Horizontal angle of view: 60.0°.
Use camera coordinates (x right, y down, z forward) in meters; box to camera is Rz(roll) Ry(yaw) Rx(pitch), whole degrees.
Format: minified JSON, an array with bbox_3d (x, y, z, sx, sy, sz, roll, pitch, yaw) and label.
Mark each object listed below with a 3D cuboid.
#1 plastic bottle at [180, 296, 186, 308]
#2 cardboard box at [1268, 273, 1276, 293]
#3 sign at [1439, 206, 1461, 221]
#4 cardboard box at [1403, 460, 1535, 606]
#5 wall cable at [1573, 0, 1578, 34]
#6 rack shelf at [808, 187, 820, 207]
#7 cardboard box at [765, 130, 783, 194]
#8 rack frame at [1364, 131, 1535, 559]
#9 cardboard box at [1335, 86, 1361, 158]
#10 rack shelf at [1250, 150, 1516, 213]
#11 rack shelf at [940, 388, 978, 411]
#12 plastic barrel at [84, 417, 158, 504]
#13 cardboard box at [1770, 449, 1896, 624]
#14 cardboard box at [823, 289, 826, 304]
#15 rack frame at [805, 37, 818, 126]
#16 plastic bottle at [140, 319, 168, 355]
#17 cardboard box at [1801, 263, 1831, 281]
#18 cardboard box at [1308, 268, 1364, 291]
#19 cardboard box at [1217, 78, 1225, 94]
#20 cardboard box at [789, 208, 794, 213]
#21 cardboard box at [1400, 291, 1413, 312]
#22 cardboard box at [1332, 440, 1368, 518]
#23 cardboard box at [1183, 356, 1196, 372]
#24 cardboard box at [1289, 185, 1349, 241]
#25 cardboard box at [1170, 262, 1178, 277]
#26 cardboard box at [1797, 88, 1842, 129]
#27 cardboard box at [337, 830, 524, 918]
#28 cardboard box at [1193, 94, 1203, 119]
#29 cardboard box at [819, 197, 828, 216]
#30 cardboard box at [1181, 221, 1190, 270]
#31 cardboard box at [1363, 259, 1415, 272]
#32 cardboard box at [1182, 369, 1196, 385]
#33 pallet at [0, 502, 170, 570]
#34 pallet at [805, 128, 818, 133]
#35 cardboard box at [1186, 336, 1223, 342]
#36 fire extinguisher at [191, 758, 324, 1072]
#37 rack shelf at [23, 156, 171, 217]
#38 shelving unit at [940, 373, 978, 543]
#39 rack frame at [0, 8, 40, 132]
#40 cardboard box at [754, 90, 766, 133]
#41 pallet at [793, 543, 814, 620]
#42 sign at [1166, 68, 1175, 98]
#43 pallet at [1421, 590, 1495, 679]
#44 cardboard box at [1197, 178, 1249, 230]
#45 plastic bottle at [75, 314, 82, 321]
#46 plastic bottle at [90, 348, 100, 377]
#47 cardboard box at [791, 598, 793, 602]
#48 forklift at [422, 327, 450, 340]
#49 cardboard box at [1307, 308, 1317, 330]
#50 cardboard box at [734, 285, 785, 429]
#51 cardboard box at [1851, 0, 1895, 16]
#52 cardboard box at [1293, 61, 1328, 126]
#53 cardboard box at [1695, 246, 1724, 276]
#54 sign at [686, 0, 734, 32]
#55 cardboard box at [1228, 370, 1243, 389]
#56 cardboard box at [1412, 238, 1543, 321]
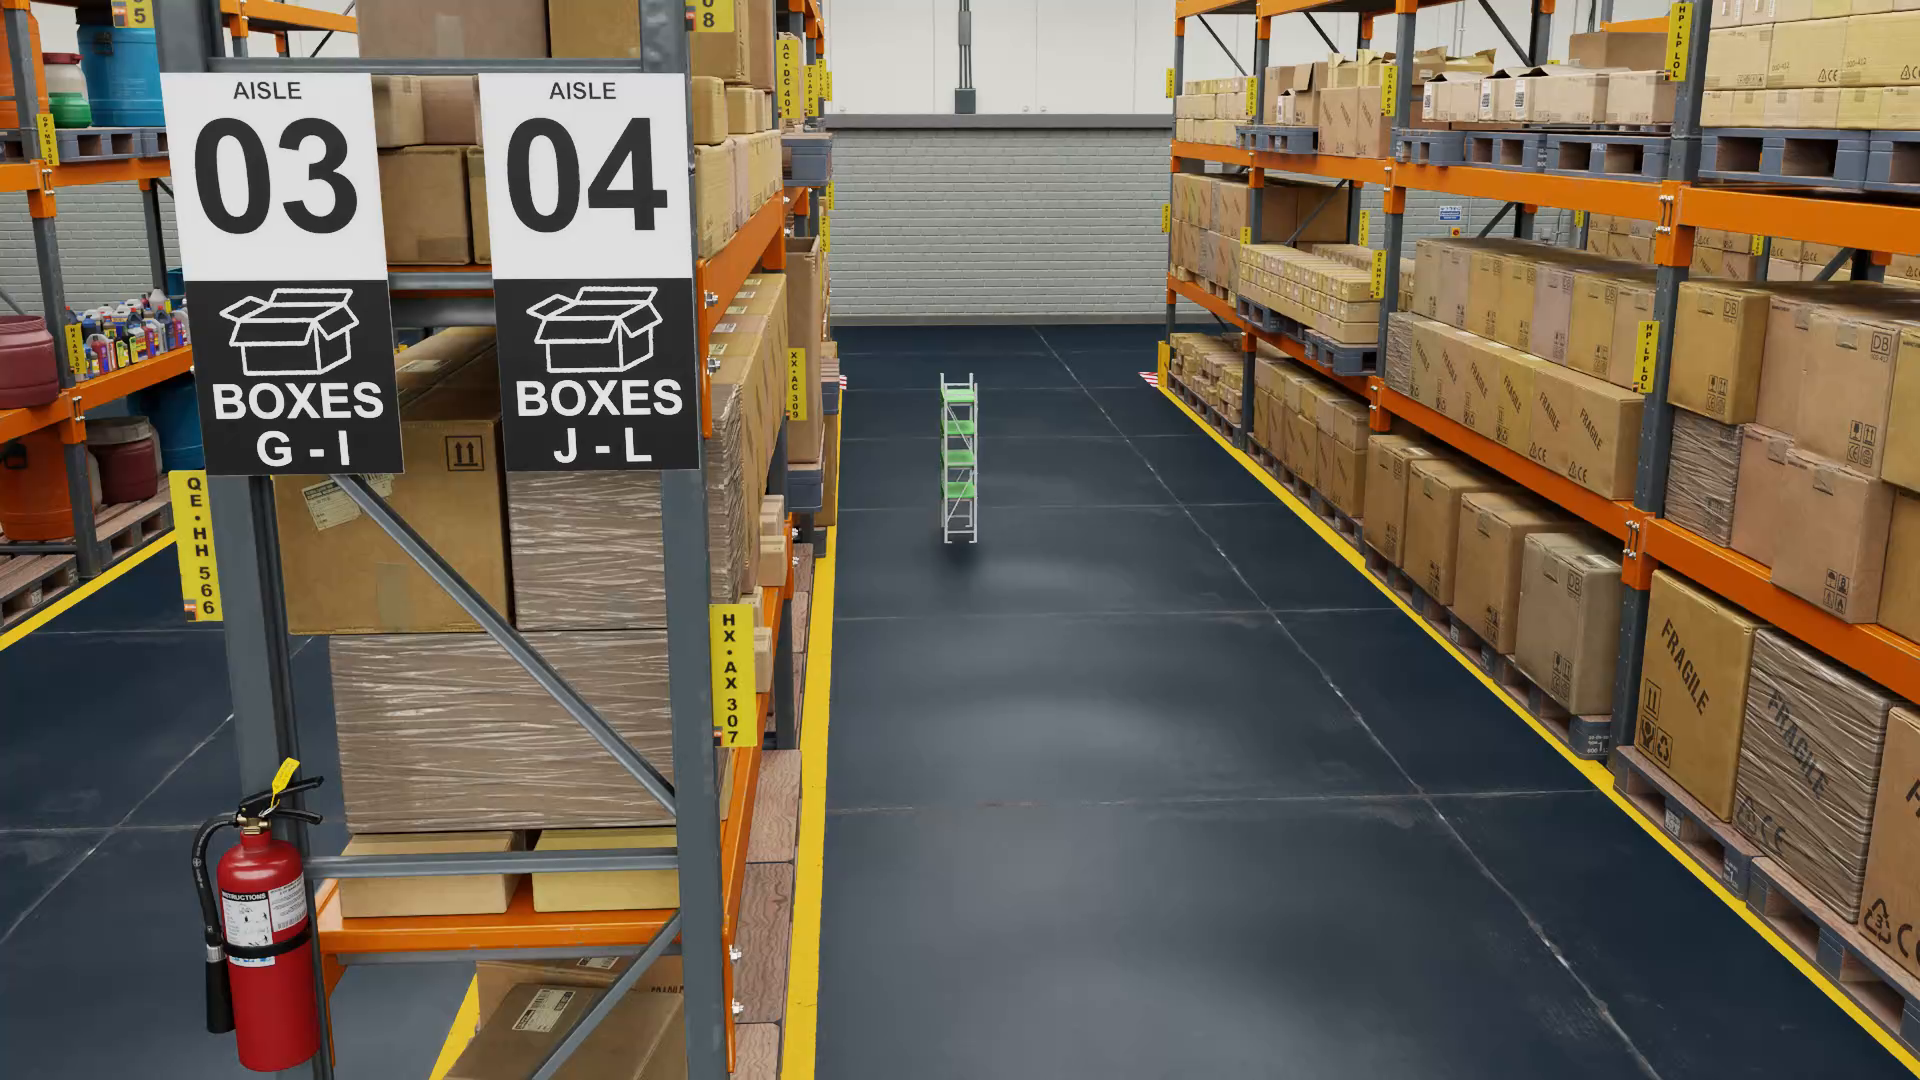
[{"bbox_3d":[-6.473,-1.888,13.944,0.144,0.351,0.185,-1,14,-3],"label":"plastic bottle"},{"bbox_3d":[2.811,-2.172,14.013,0.380,0.149,0.250,0,14,-1],"label":"cardboard box"},{"bbox_3d":[7.437,-4.955,25.224,0.327,0.218,0.001,-1,14,-3],"label":"sign"},{"bbox_3d":[3.429,-0.061,10.414,1.050,0.750,0.750,-1,14,-3],"label":"cardboard box"},{"bbox_3d":[7.979,-7.735,24.529,2.355,3.000,0.029,-1,14,-3],"label":"wall cable"},{"bbox_3d":[-1.657,-2.867,13.074,1.077,0.370,4.000,-1,14,-3],"label":"rack shelf"},{"bbox_3d":[-0.997,-1.541,6.779,0.500,0.250,0.500,0,14,-1],"label":"cardboard box"},{"bbox_3d":[3.424,-1.317,11.625,1.000,3.000,0.127,-1,14,-3],"label":"rack frame"},{"bbox_3d":[3.091,-3.080,12.258,0.500,0.500,0.500,-1,14,-3],"label":"cardboard box"},{"bbox_3d":[3.300,-2.919,13.274,1.077,0.370,4.000,-1,14,-3],"label":"rack shelf"},{"bbox_3d":[-0.010,-1.025,12.433,0.258,0.148,0.480,-1,14,-3],"label":"rack shelf"},{"bbox_3d":[-6.594,-0.627,12.939,0.600,0.588,0.708,-1,14,-3],"label":"plastic barrel"},{"bbox_3d":[3.679,-0.031,6.325,0.875,0.550,0.550,-1,14,-3],"label":"cardboard box"},{"bbox_3d":[-1.501,-2.348,16.137,0.380,0.149,0.250,0,14,-2],"label":"cardboard box"},{"bbox_3d":[-1.781,-5.166,14.544,1.000,3.000,0.127,-1,14,-3],"label":"rack frame"},{"bbox_3d":[-6.267,-1.586,12.921,0.152,0.276,0.135,-1,14,-3],"label":"plastic bottle"},{"bbox_3d":[7.916,-2.340,14.898,0.500,0.250,0.500,-1,14,-3],"label":"cardboard box"},{"bbox_3d":[2.886,-1.996,12.730,0.380,0.149,0.250,0,14,-2],"label":"cardboard box"},{"bbox_3d":[2.778,-4.522,16.559,0.380,0.149,0.250,-1,14,-4],"label":"cardboard box"},{"bbox_3d":[-1.733,-2.636,14.537,0.797,0.503,0.637,-1,14,-5],"label":"cardboard box"},{"bbox_3d":[3.555,-1.800,12.566,0.380,0.149,0.250,-1,14,-5],"label":"cardboard box"},{"bbox_3d":[3.122,-0.469,12.504,0.500,0.500,0.500,-1,14,-4],"label":"cardboard box"},{"bbox_3d":[2.676,-1.945,18.348,0.380,0.149,0.250,0,14,-2],"label":"cardboard box"},{"bbox_3d":[3.391,-3.104,15.768,0.500,0.500,0.500,-1,14,-2],"label":"cardboard box"},{"bbox_3d":[2.621,-3.099,19.056,0.380,0.149,0.250,-1,14,-4],"label":"cardboard box"},{"bbox_3d":[3.402,-1.620,6.245,0.380,0.149,0.250,-1,14,-4],"label":"cardboard box"},{"bbox_3d":[-1.261,0.778,3.987,0.380,0.149,0.250,-1,14,-3],"label":"cardboard box"},{"bbox_3d":[2.748,-4.560,17.507,0.500,0.250,0.500,-1,14,-3],"label":"cardboard box"},{"bbox_3d":[-1.736,-3.573,18.591,0.500,0.500,0.500,-1,14,-3],"label":"cardboard box"},{"bbox_3d":[2.738,-3.250,18.342,0.500,0.500,0.500,-1,14,-3],"label":"cardboard box"},{"bbox_3d":[3.494,-2.194,13.500,0.380,0.149,0.250,-1,14,-4],"label":"cardboard box"},{"bbox_3d":[2.667,-1.803,18.393,0.380,0.149,0.250,-1,14,-3],"label":"cardboard box"},{"bbox_3d":[-6.567,-0.034,12.235,1.003,0.211,1.213,-1,14,-3],"label":"pallet"},{"bbox_3d":[-1.626,-2.786,11.694,1.213,0.211,1.003,0,14,-1],"label":"pallet"},{"bbox_3d":[2.758,-2.215,18.800,0.380,0.149,0.250,-1,14,-2],"label":"cardboard box"},{"bbox_3d":[-1.490,0.797,3.564,0.296,0.674,0.183,-1,14,-3],"label":"fire extinguisher"},{"bbox_3d":[-6.601,-2.791,12.777,1.077,0.370,4.000,-1,14,-3],"label":"rack shelf"},{"bbox_3d":[-0.010,-0.622,12.537,0.258,1.200,0.503,-1,14,-3],"label":"shelving unit"},{"bbox_3d":[-6.477,-4.094,10.380,1.000,3.000,0.127,-1,14,-3],"label":"rack frame"},{"bbox_3d":[-0.907,-1.570,6.091,0.380,0.149,0.250,-1,14,-5],"label":"cardboard box"},{"bbox_3d":[-1.486,0.279,11.017,1.003,0.211,1.213,-1,14,-3],"label":"pallet"},{"bbox_3d":[2.386,-5.174,18.842,0.100,0.325,0.005,-1,14,-3],"label":"sign"},{"bbox_3d":[3.470,0.533,10.029,1.003,0.211,1.213,-1,14,-3],"label":"pallet"},{"bbox_3d":[2.773,-3.486,17.250,0.500,0.500,0.500,-1,14,-5],"label":"cardboard box"},{"bbox_3d":[-7.018,-1.659,13.213,0.097,0.271,0.097,0,14,0],"label":"plastic bottle"},{"bbox_3d":[-6.167,-1.259,11.798,0.097,0.201,0.097,0,14,0],"label":"plastic bottle"},{"bbox_3d":[-1.383,0.177,9.952,0.700,0.500,0.500,0,14,1],"label":"cardboard box"},{"bbox_3d":[-3.428,-1.416,12.148,1.130,2.935,3.031,-1,14,-2],"label":"forklift"},{"bbox_3d":[2.892,-1.702,12.783,0.380,0.149,0.250,-1,14,-4],"label":"cardboard box"},{"bbox_3d":[-0.951,-0.715,6.483,0.500,0.500,0.500,-1,14,-3],"label":"cardboard box"},{"bbox_3d":[3.420,-1.942,5.894,0.380,0.149,0.250,-1,14,-3],"label":"cardboard box"},{"bbox_3d":[3.140,-3.632,13.551,0.797,0.503,0.637,-1,14,-4],"label":"cardboard box"},{"bbox_3d":[7.789,-2.701,16.803,0.500,0.500,0.500,-1,14,-5],"label":"cardboard box"},{"bbox_3d":[-0.496,-1.160,3.242,0.100,0.325,0.005,-1,14,-3],"label":"sign"},{"bbox_3d":[2.838,-1.570,16.293,0.380,0.149,0.250,-1,14,-3],"label":"cardboard box"},{"bbox_3d":[3.441,-1.738,11.053,0.700,0.500,0.500,-1,14,-4],"label":"cardboard box"}]
